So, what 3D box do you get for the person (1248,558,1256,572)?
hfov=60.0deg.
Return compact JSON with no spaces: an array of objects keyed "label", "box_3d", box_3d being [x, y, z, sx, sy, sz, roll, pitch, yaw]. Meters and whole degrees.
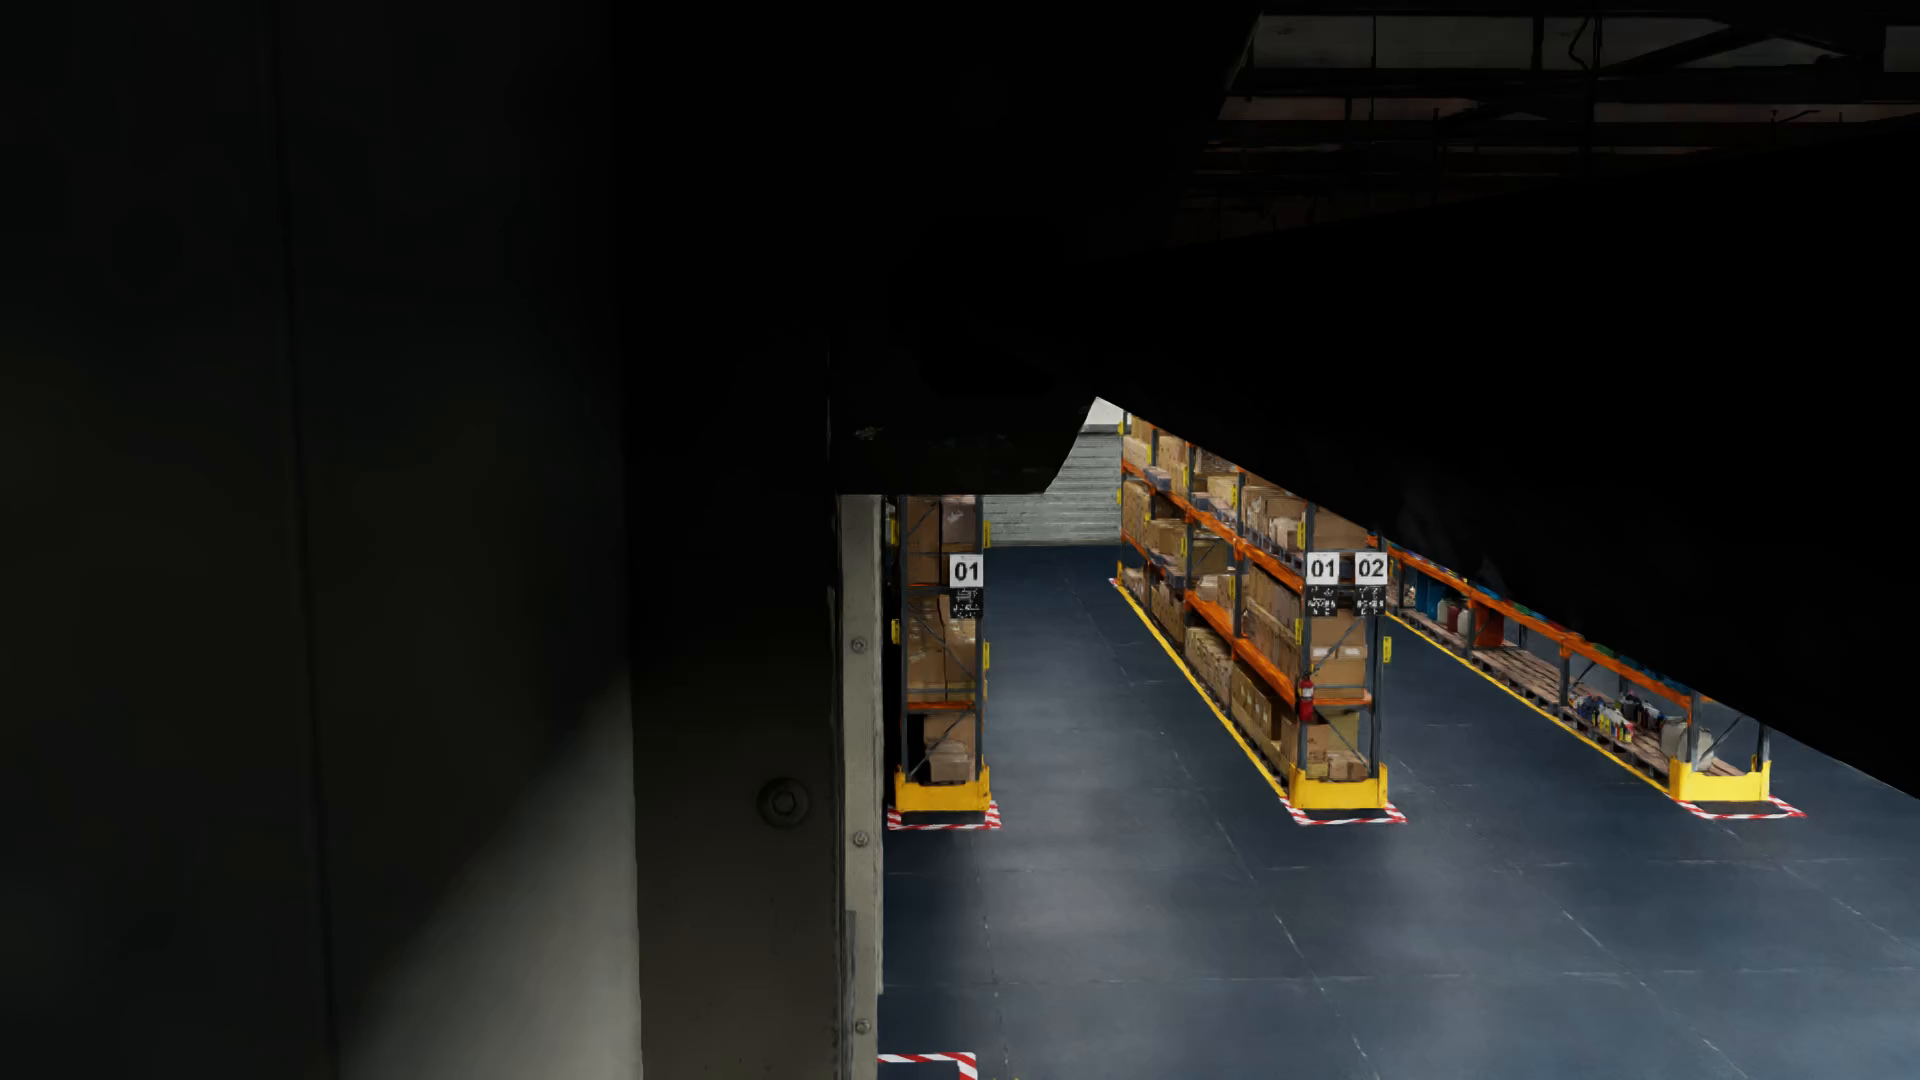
[{"label":"person","box_3d":[6.801,-0.033,37.504,0.497,1.667,0.652,4,10,28]}]
